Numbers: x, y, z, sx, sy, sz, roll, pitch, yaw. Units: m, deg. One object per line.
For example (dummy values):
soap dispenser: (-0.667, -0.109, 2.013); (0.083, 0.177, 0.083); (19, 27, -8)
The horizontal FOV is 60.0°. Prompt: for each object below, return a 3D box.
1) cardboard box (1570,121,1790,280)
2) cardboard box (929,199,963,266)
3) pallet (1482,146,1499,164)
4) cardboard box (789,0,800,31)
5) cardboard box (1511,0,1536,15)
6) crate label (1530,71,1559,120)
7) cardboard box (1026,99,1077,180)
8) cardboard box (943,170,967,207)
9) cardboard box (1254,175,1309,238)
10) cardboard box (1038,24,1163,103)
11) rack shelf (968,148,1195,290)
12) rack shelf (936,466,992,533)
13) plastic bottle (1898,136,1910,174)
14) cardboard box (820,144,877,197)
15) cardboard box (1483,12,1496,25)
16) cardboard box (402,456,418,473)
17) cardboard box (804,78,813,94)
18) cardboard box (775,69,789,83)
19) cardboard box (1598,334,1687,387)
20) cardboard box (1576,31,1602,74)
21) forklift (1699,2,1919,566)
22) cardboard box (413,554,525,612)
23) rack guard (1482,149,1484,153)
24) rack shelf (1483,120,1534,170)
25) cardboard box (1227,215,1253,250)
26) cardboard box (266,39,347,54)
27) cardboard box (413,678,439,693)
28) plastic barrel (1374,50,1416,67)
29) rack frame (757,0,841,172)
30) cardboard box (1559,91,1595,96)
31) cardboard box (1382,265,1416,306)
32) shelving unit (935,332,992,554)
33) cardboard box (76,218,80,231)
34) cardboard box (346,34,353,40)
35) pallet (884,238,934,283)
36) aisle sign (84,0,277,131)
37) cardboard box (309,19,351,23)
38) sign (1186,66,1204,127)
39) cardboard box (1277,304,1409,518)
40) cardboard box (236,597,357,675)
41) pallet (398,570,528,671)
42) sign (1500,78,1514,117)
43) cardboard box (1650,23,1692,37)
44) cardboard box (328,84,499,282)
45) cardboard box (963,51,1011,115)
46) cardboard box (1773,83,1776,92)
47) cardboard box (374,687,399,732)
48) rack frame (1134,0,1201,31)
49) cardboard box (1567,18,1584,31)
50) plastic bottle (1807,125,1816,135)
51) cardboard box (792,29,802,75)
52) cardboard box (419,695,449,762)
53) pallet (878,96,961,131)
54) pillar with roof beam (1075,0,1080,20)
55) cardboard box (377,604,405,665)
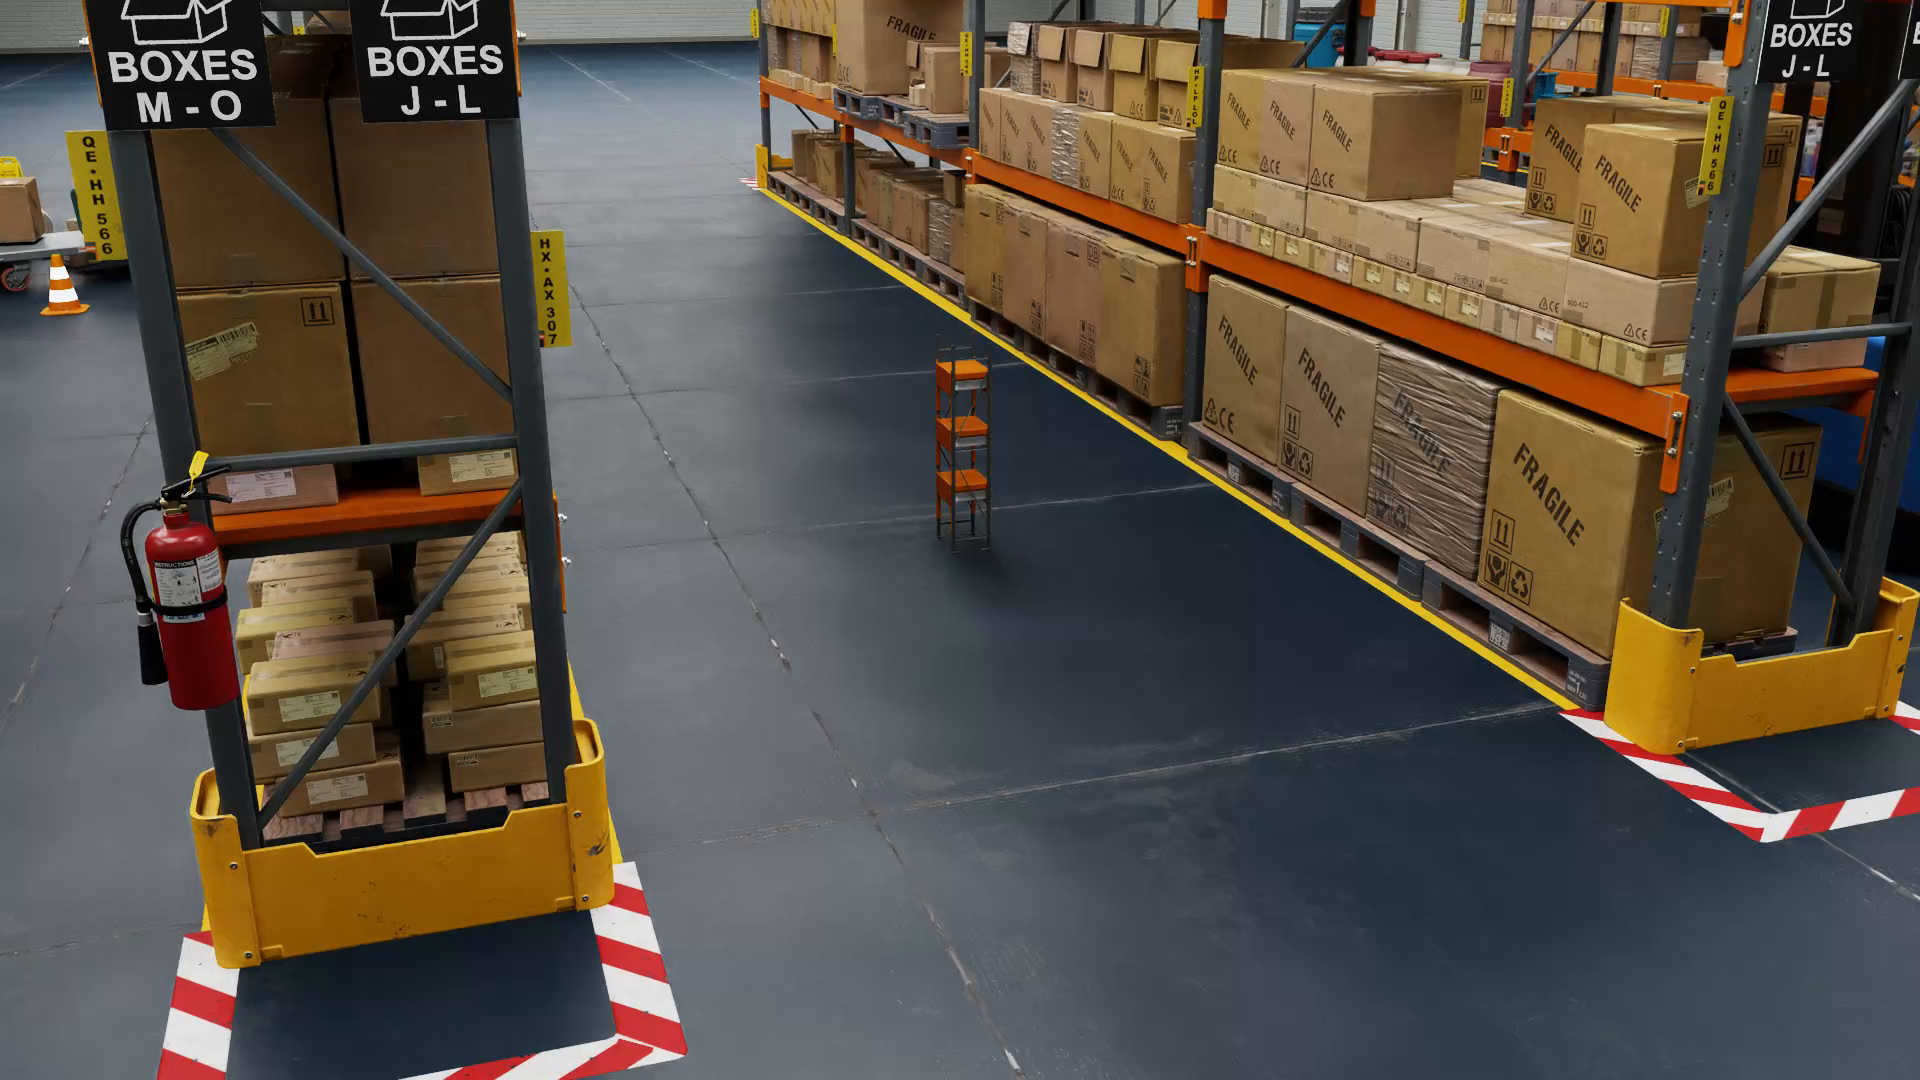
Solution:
cardboard box: (2.675, -1.280, 6.215); (0.500, 0.500, 0.500); (-6, 21, -17)
cardboard box: (0.148, -2.717, 14.589); (0.700, 0.500, 0.500); (-8, 21, -22)
pallet: (7.735, -5.362, 23.032); (1.003, 0.211, 1.213); (-6, 21, -17)
cardboard box: (-1.565, -5.834, 18.156); (0.500, 0.500, 0.500); (-6, 21, -17)
cardboard box: (7.776, -7.236, 22.058); (0.700, 0.500, 0.500); (-7, 21, -19)
crate label: (5.210, -4.187, 15.583); (0.502, 0.435, 0.616); (-6, 21, -17)
cardboard box: (0.787, -2.829, 11.708); (0.500, 0.500, 0.500); (-7, 21, -18)
cardboard box: (0.148, -3.061, 14.439); (0.500, 0.250, 0.500); (-4, 20, -11)
cardboard box: (1.871, -1.743, 8.615); (0.500, 0.250, 0.500); (-6, 21, -17)
cardboard box: (0.980, -3.370, 11.729); (0.797, 0.503, 0.637); (-6, 21, -16)
rack shelf: (1.192, -2.316, 11.491); (1.077, 0.370, 4.000); (-6, 21, -17)
rack shelf: (0.017, -0.205, 8.289); (0.215, 0.259, 0.240); (-6, 21, -17)
plastic bottle: (6.686, -2.751, 11.827); (0.097, 0.271, 0.097); (0, 20, 0)
cardboard box: (-1.238, -4.108, 18.492); (0.500, 0.500, 0.500); (-8, 21, -22)
cardboard box: (7.373, -7.119, 22.690); (0.380, 0.149, 0.250); (-7, 21, -18)
cardboard box: (-1.572, -0.332, 5.276); (0.380, 0.149, 0.250); (-6, 21, -15)
cardboard box: (-1.498, -4.982, 18.222); (0.380, 0.149, 0.250); (-6, 21, -17)
cardboard box: (-1.963, -5.465, 19.565); (0.380, 0.149, 0.250); (-6, 21, -17)
cardboard box: (2.654, -0.690, 6.272); (0.380, 0.149, 0.250); (-6, 21, -16)
cardboard box: (8.240, -6.150, 20.954); (0.700, 0.500, 0.500); (-6, 21, -16)
forklift: (4.531, -1.705, 8.829); (1.130, 2.935, 3.031); (-7, 21, -19)
cardboard box: (-1.819, 0.184, 6.182); (0.380, 0.149, 0.250); (-7, 21, -20)
rack guard: (7.447, -5.746, 23.675); (1.175, 0.500, 0.348); (-6, 21, -17)
rack shelf: (4.637, -4.126, 16.530); (1.077, 0.370, 4.000); (-6, 21, -17)
cardboard box: (1.681, -1.680, 9.028); (0.380, 0.149, 0.250); (-7, 21, -19)
cardboard box: (-2.832, -1.840, 7.036); (0.500, 0.500, 0.500); (-7, 21, -19)
cardboard box: (-1.777, 0.411, 5.991); (0.380, 0.149, 0.250); (-6, 21, -17)
plastic barrel: (4.331, -4.604, 16.597); (0.433, 0.535, 0.433); (0, 20, 0)
rack frame: (-1.951, -5.864, 20.304); (1.000, 3.000, 0.127); (-6, 21, -17)
cardboard box: (8.234, -5.712, 22.218); (0.500, 0.500, 0.500); (-6, 21, -17)
cardboard box: (2.173, -1.181, 7.638); (0.380, 0.149, 0.250); (-6, 21, -16)
shelving unit: (0.017, -0.477, 8.191); (0.215, 1.050, 0.252); (-6, 21, -17)
cardboard box: (-8.101, -3.106, 16.118); (0.797, 0.637, 0.503); (-6, 21, -17)
cardboard box: (-2.515, -2.054, 7.630); (0.500, 0.500, 0.500); (-7, 21, -19)
pallet: (-0.060, -2.626, 15.415); (1.003, 0.211, 1.213); (-6, 21, -17)
aisle sign: (-1.924, -1.403, 4.039); (0.394, 0.787, 0.004); (-6, 21, -17)
cardboard box: (-4.469, -3.627, 12.449); (0.700, 0.500, 0.500); (-7, 21, -18)
sign: (1.309, -2.460, 9.231); (0.100, 0.325, 0.005); (-6, 21, -17)
cardboard box: (2.235, -0.701, 8.454); (0.875, 0.875, 0.875); (-6, 21, -17)
cardboard box: (-2.296, 0.330, 5.776); (0.380, 0.149, 0.250); (-7, 21, -18)
pallet: (-2.288, 0.398, 6.996); (1.003, 0.211, 1.213); (-6, 21, -17)
sign: (4.745, -3.839, 14.425); (0.100, 0.325, 0.005); (-6, 21, -17)
cardboard box: (8.423, -6.048, 19.710); (0.380, 0.149, 0.250); (-6, 21, -17)
cardboard box: (-1.551, -1.064, 4.876); (0.500, 0.500, 0.500); (-7, 21, -18)
cardboard box: (0.356, -3.710, 13.539); (0.500, 0.500, 0.500); (-9, 22, -24)
cardboard box: (9.103, -5.261, 18.479); (0.500, 0.500, 0.500); (-5, 20, -13)
cardboard box: (-2.204, 0.597, 5.913); (0.380, 0.149, 0.250); (-6, 21, -17)
rack frame: (2.751, -6.390, 21.769); (1.000, 3.000, 0.127); (-6, 21, -17)
cardboard box: (7.939, -6.541, 21.082); (0.380, 0.149, 0.250); (-6, 21, -15)
plastic bottle: (6.304, -2.951, 12.377); (0.152, 0.276, 0.135); (-6, 21, -17)
cardboard box: (-1.417, -5.559, 18.867); (0.875, 0.500, 0.500); (-6, 21, -17)
cardboard box: (-1.683, 0.632, 5.816); (0.380, 0.149, 0.250); (-6, 21, -17)
pallet: (-0.098, -3.837, 14.946); (1.003, 0.211, 1.213); (-6, 21, -17)
pillar with roof beam: (-0.319, -19.303, 48.846); (9.100, 9.000, 0.400); (-6, 21, -17)
cardboard box: (-2.251, 0.367, 6.114); (0.380, 0.149, 0.250); (-7, 21, -18)
